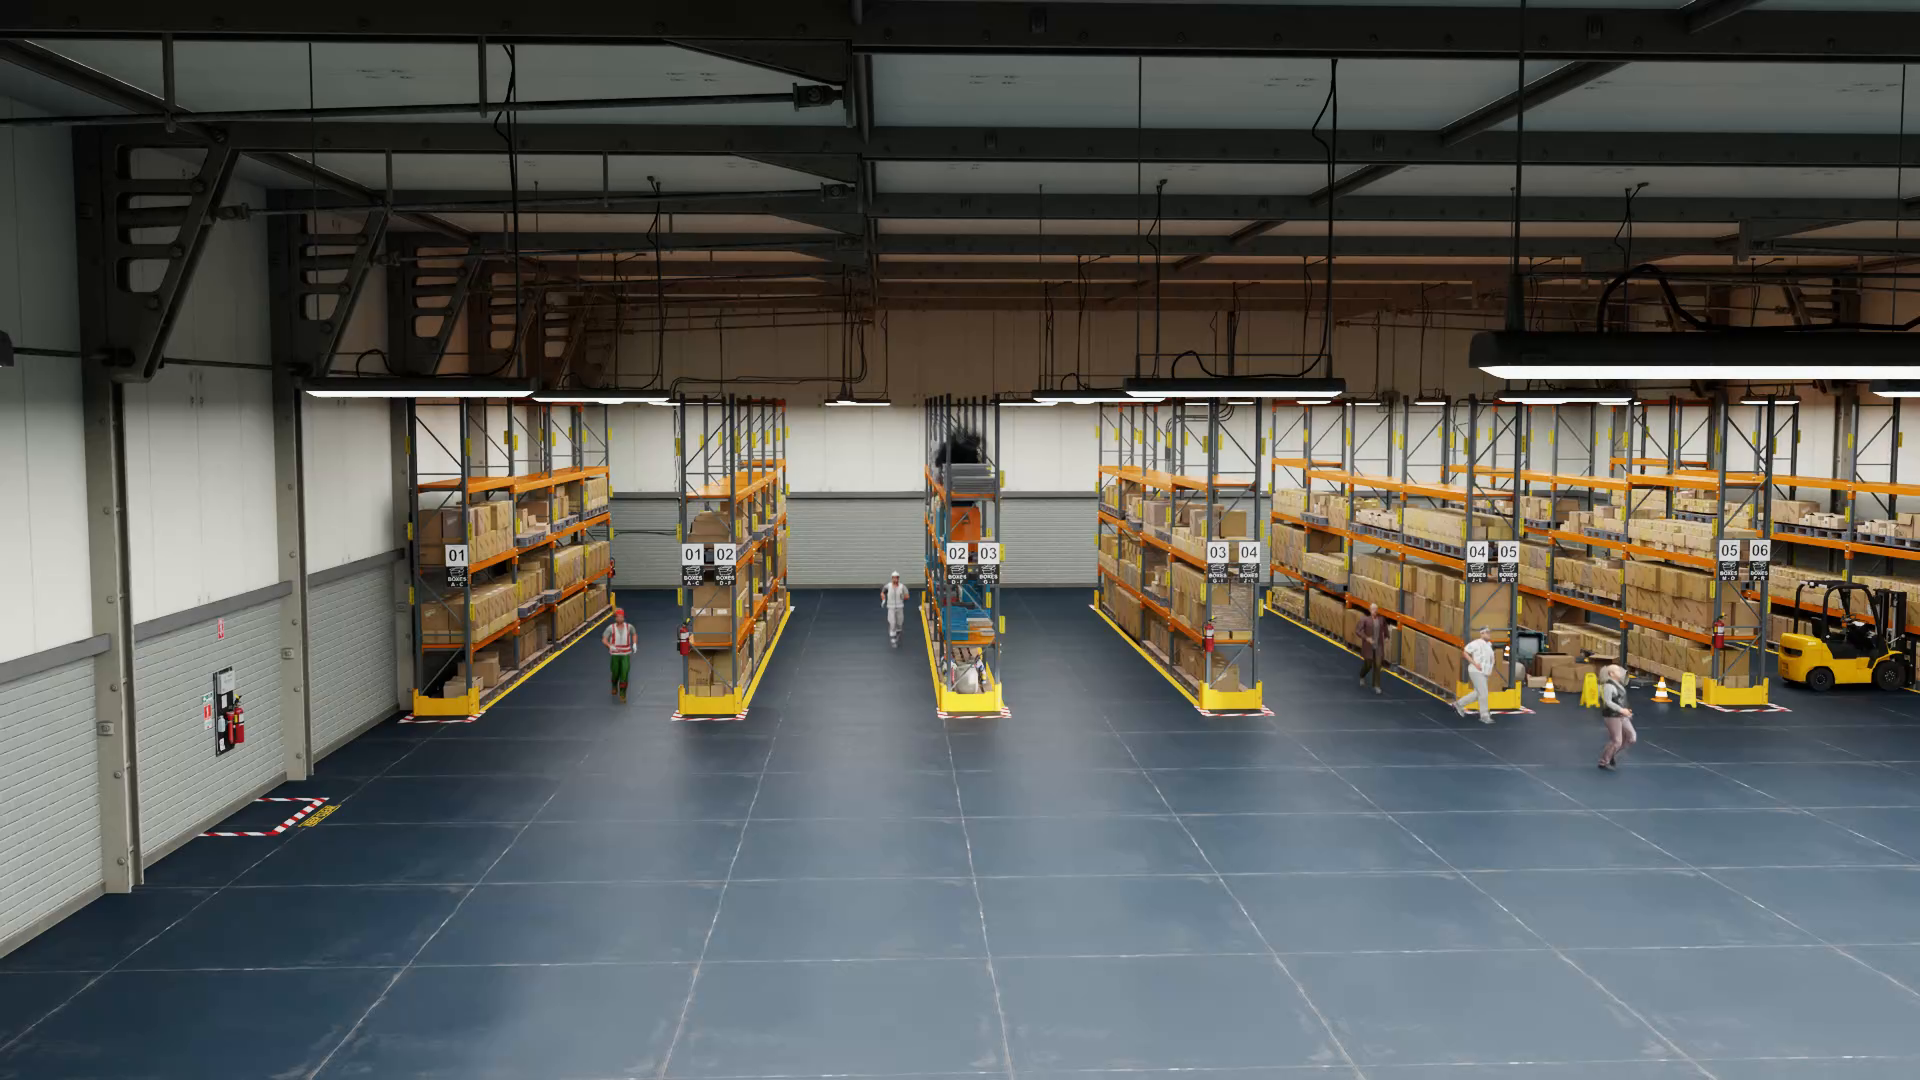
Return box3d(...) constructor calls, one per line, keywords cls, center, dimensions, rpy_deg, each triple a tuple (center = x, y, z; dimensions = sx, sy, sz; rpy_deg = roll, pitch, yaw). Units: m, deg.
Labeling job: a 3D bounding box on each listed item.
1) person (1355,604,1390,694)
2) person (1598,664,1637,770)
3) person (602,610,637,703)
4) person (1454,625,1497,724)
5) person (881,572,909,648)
box3d(cls="person", center=(8.369, 2.179, 33.705), dimensions=(0.736, 1.789, 0.841), rpy_deg=(0, 5, -6))
box3d(cls="person", center=(10.400, 2.804, 26.309), dimensions=(0.552, 1.680, 0.672), rpy_deg=(4, 6, 39))
box3d(cls="person", center=(-6.671, 2.255, 32.669), dimensions=(0.686, 1.792, 0.839), rpy_deg=(-1, 5, -17))
box3d(cls="person", center=(9.573, 2.443, 30.619), dimensions=(0.677, 1.784, 0.906), rpy_deg=(-4, 6, -44))
box3d(cls="person", center=(-1.547, 1.651, 39.856), dimensions=(0.659, 1.773, 1.003), rpy_deg=(-1, 5, -8))
